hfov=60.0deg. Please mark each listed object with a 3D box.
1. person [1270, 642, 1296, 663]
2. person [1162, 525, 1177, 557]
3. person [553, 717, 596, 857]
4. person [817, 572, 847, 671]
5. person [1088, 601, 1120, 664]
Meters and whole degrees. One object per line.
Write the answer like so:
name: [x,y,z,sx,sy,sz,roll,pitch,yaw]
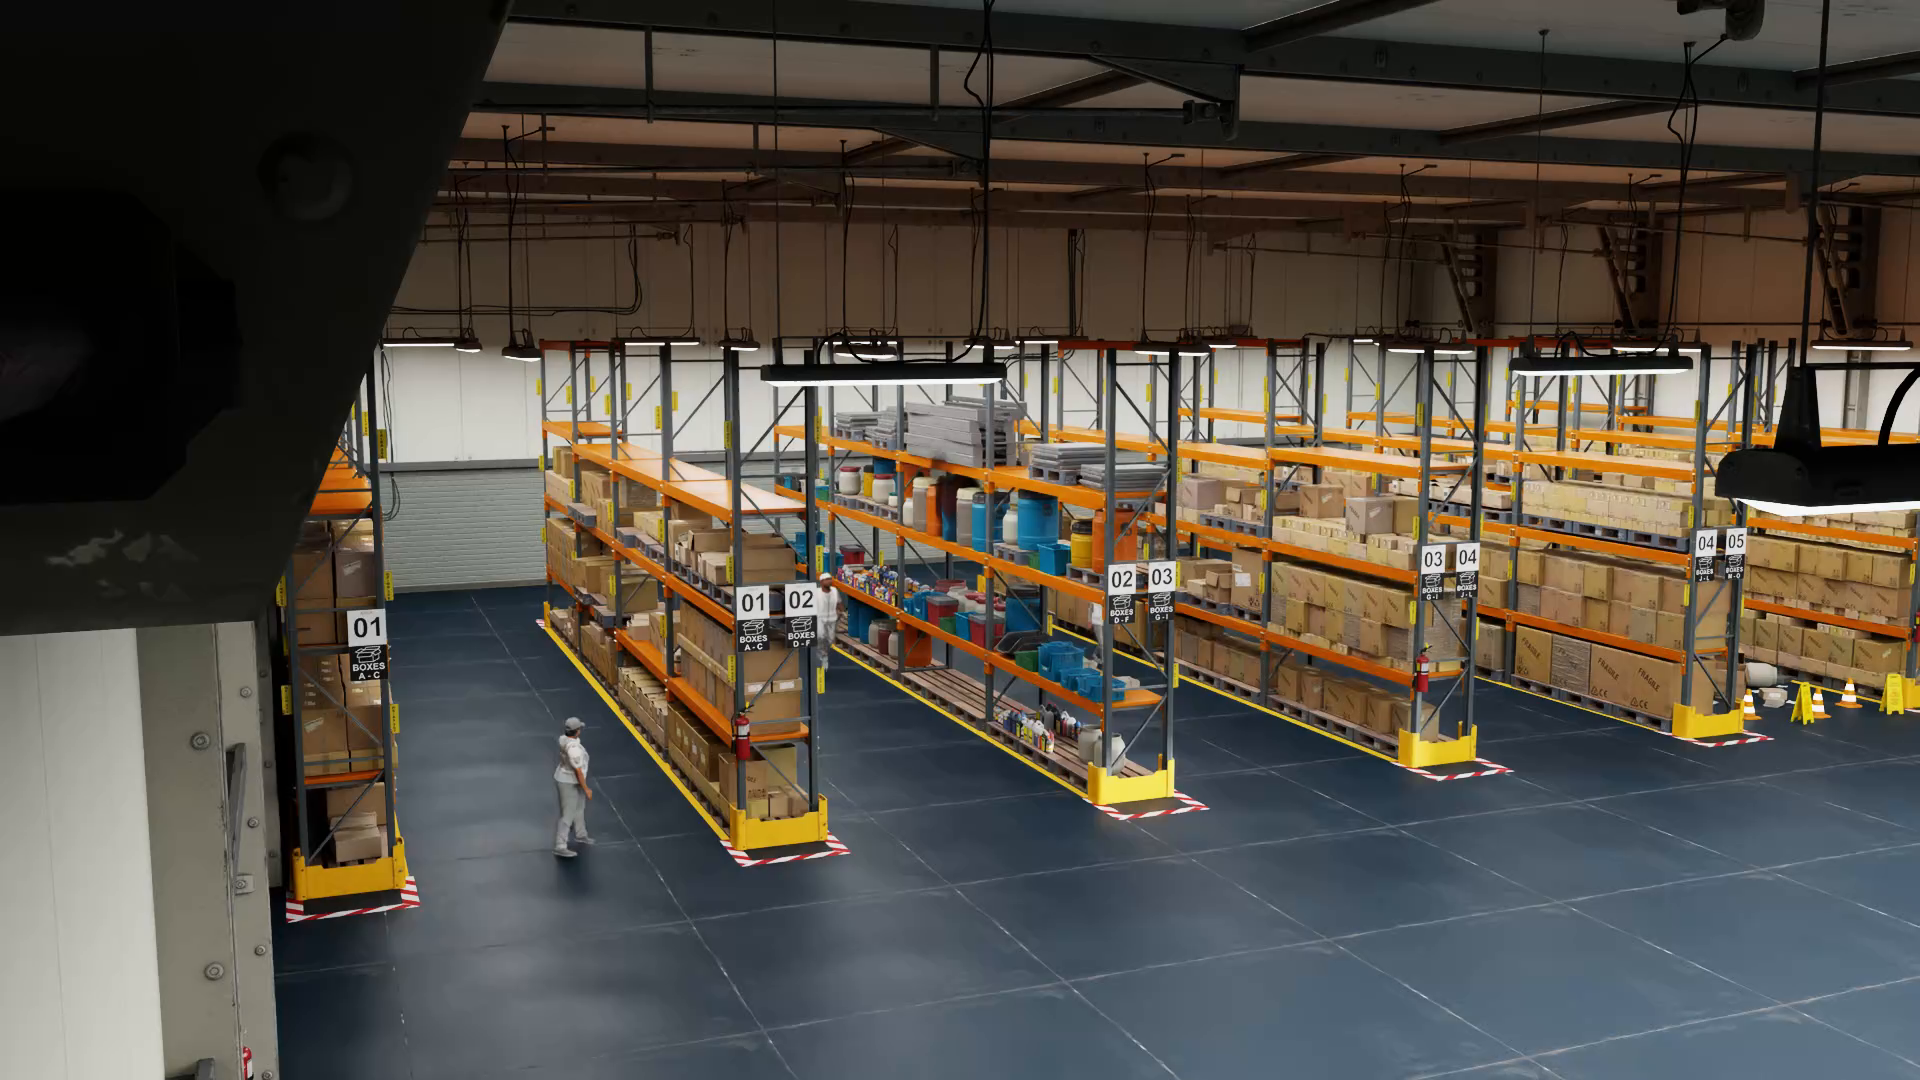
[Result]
person: [6.026,1.459,31.285,0.555,1.621,0.997,-2,8,-18]
person: [4.759,0.484,38.554,0.351,1.692,0.522,-5,9,-34]
person: [-4.652,2.938,19.987,0.528,1.687,0.684,-2,8,-15]
person: [-2.419,1.421,29.795,0.680,1.690,0.861,-3,8,-19]
person: [2.668,1.521,30.405,0.498,1.720,1.042,-3,8,-23]
